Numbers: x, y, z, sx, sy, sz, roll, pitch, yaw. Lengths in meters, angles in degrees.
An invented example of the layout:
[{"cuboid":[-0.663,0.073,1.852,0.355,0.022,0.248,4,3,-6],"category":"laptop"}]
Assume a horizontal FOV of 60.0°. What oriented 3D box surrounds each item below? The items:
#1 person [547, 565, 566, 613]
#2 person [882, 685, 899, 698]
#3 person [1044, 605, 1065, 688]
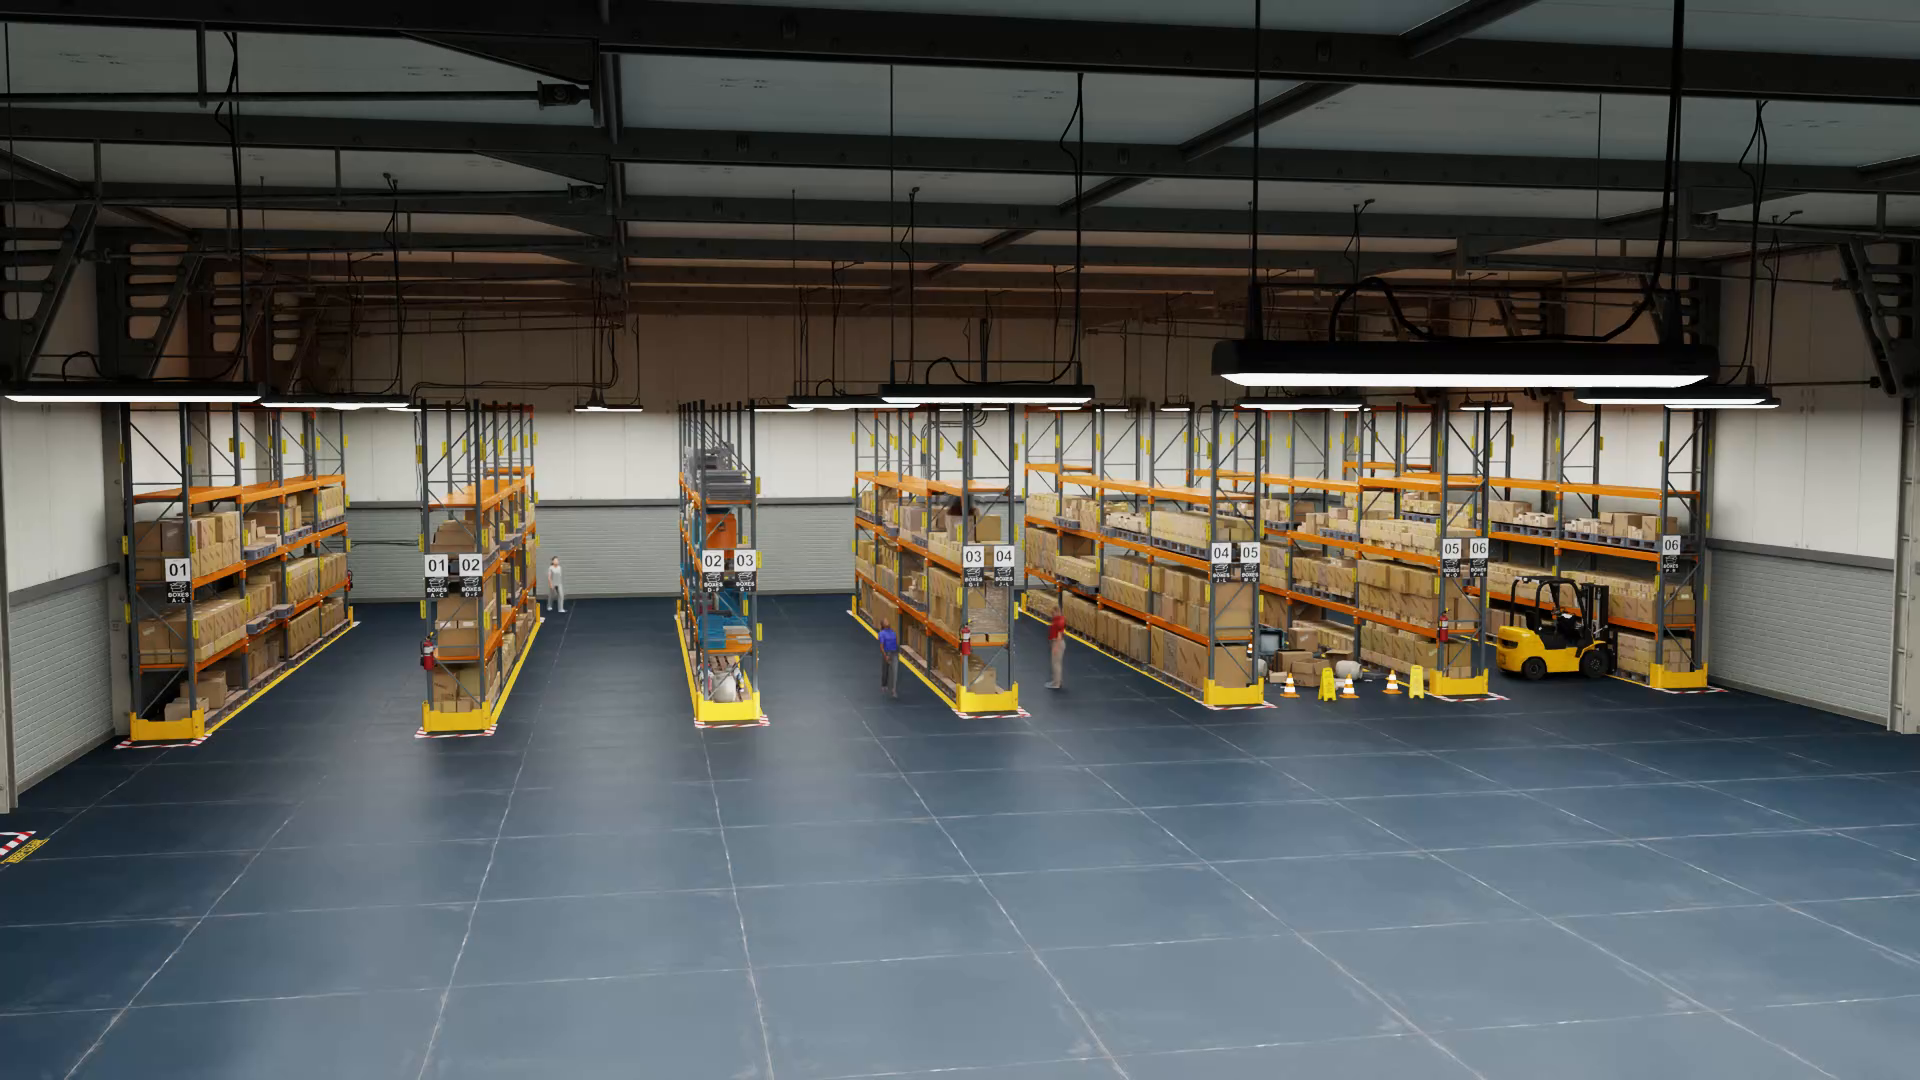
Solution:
[{"cuboid":[-9.027,1.544,45.049,1.874,1.572,8.806,-3,5,-32],"category":"person"},{"cuboid":[-1.410,3.110,33.809,0.295,0.110,0.904,0,4,-6],"category":"person"},{"cuboid":[1.983,2.237,34.870,0.414,1.734,0.597,0,4,-3],"category":"person"}]
